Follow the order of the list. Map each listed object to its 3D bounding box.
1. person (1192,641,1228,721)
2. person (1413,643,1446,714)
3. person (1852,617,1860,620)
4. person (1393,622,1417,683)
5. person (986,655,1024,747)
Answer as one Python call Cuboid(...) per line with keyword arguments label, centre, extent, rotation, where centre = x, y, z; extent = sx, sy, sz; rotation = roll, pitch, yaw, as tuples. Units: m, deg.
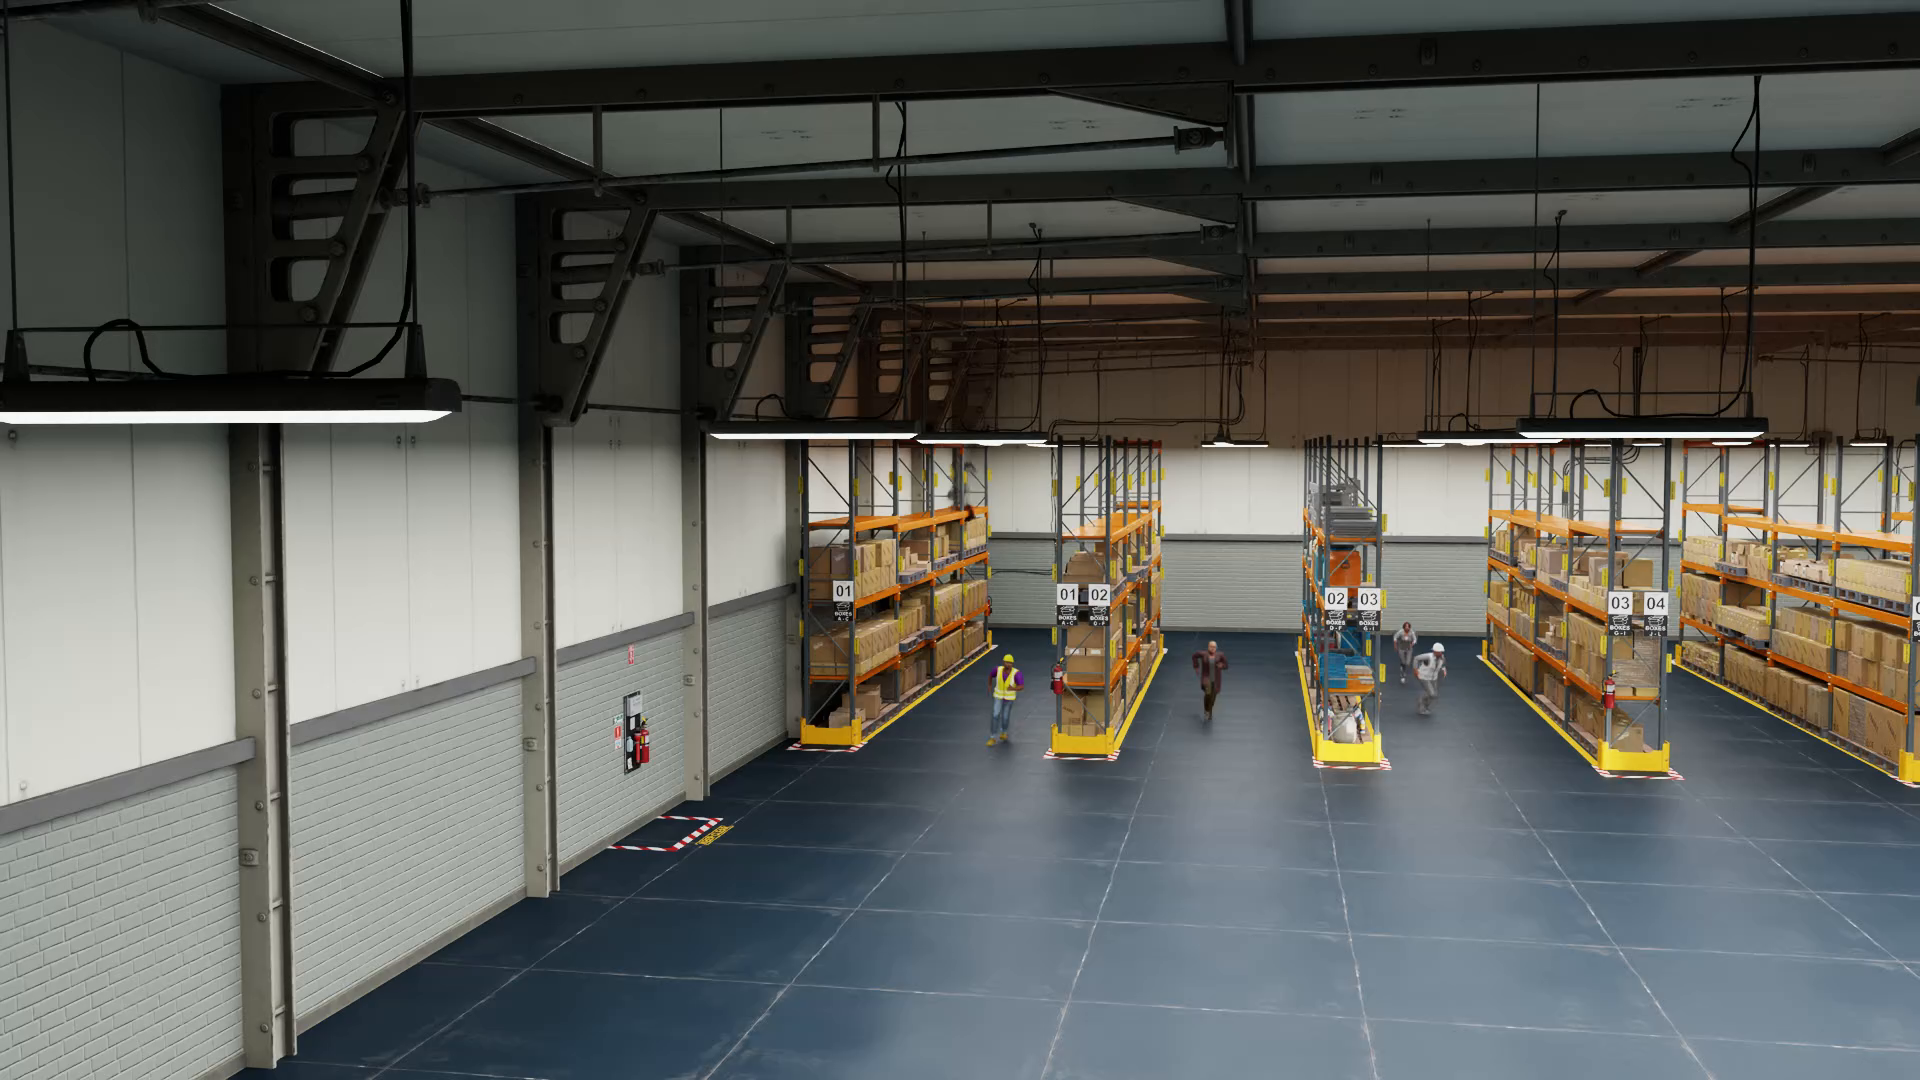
Cuboid(label="person", centre=(5.257, 2.959, 34.902), extent=(0.690, 1.706, 0.891), rotation=(0, 3, -4))
Cuboid(label="person", centre=(10.094, 2.991, 35.757), extent=(0.684, 1.598, 0.855), rotation=(-1, 3, -20))
Cuboid(label="person", centre=(21.485, 2.727, 39.905), extent=(0.418, 1.735, 0.801), rotation=(0, 3, 2))
Cuboid(label="person", centre=(10.945, 2.772, 40.898), extent=(0.528, 1.515, 0.667), rotation=(0, 3, 4))
Cuboid(label="person", centre=(0.880, 3.072, 32.262), extent=(0.721, 1.733, 0.944), rotation=(0, 3, 5))
